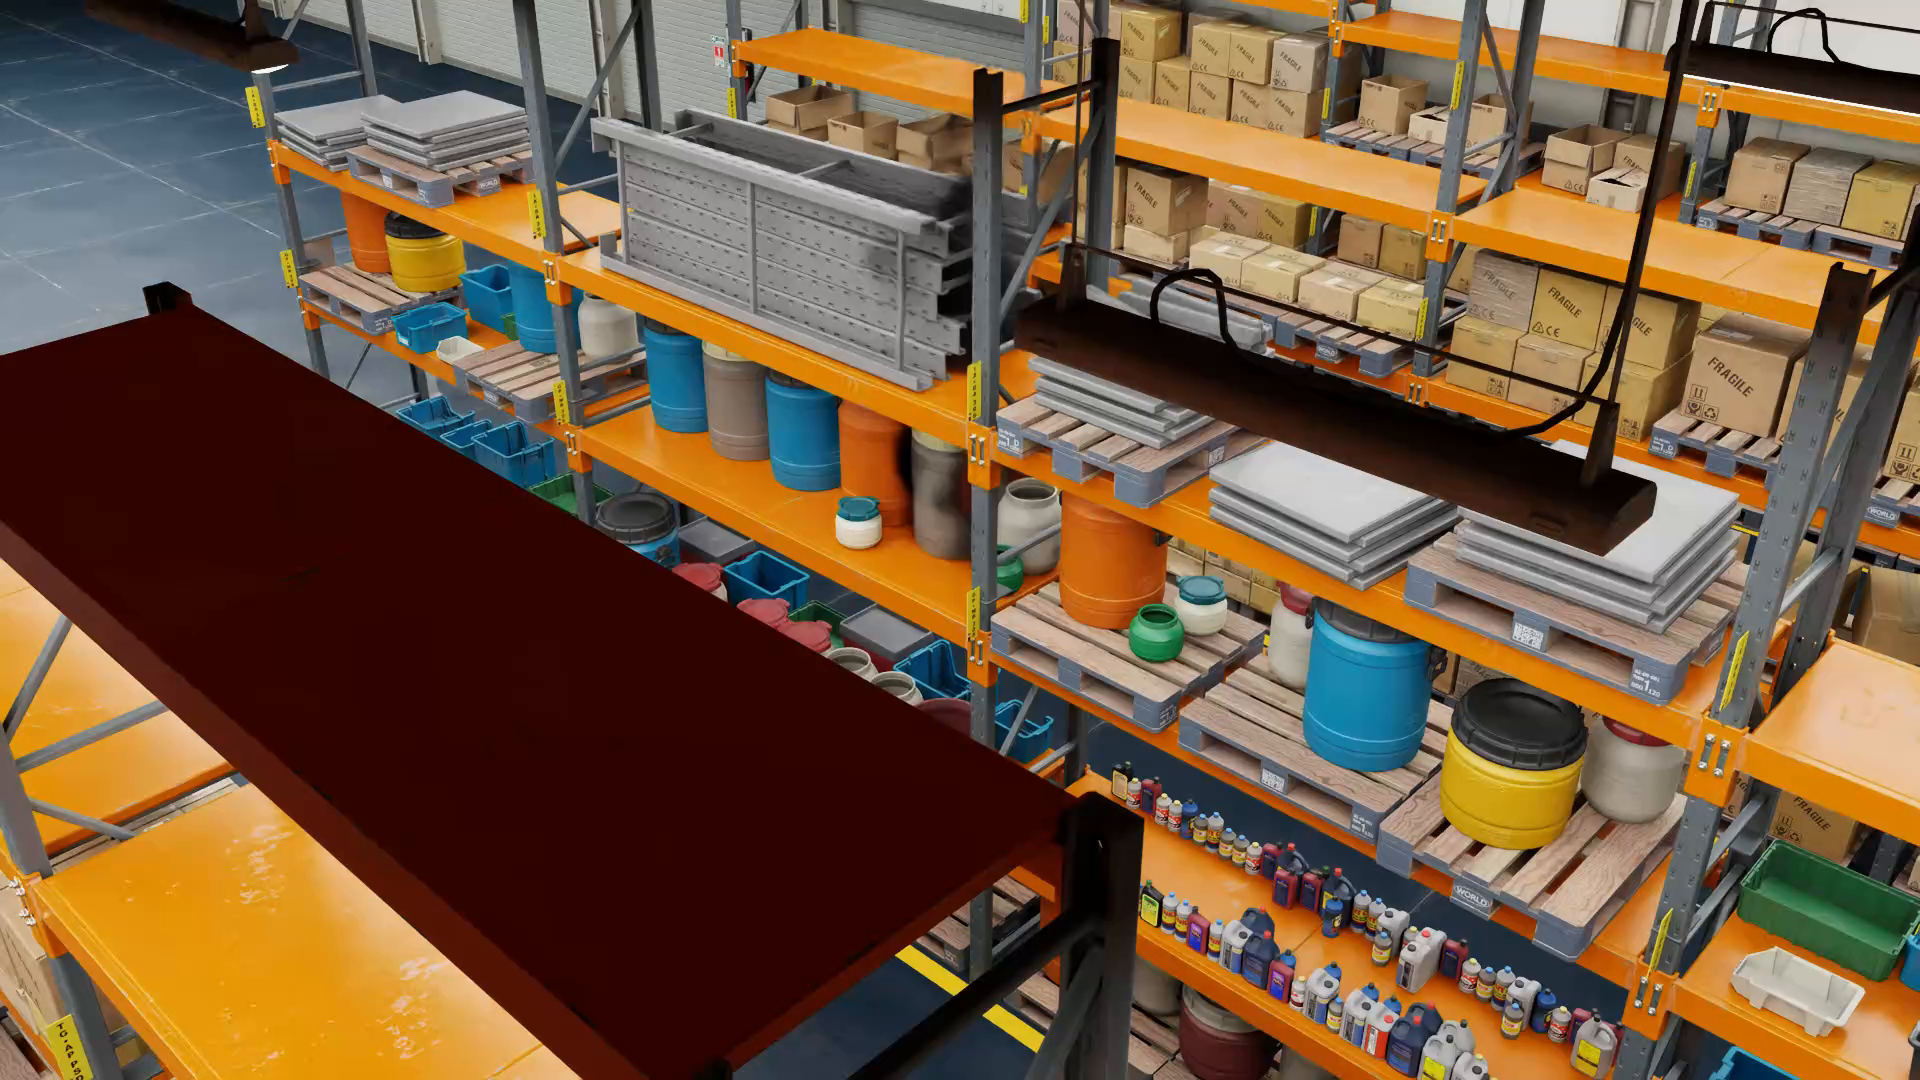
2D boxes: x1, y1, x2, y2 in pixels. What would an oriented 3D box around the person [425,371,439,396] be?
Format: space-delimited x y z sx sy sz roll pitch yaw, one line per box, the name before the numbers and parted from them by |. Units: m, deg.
person | -5.984 -2.421 18.699 0.640 1.678 0.704 -9 31 -16
